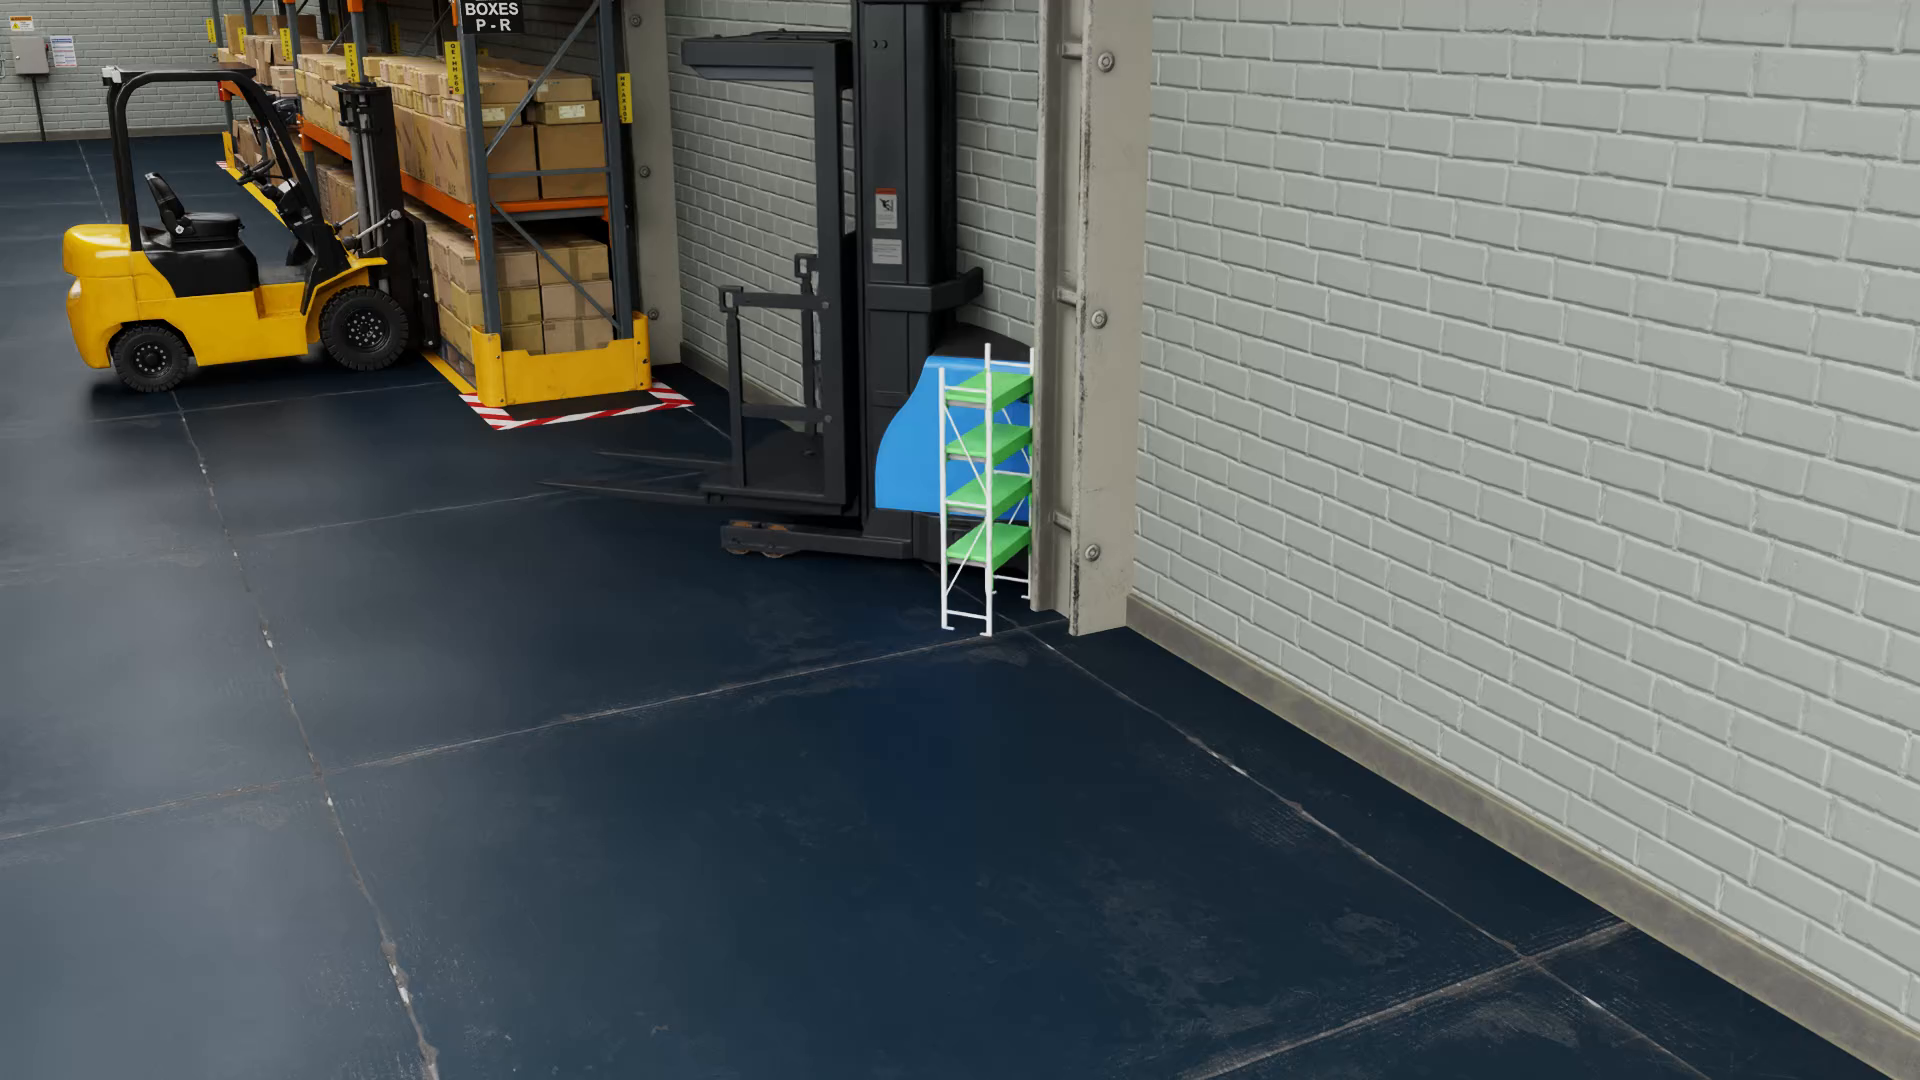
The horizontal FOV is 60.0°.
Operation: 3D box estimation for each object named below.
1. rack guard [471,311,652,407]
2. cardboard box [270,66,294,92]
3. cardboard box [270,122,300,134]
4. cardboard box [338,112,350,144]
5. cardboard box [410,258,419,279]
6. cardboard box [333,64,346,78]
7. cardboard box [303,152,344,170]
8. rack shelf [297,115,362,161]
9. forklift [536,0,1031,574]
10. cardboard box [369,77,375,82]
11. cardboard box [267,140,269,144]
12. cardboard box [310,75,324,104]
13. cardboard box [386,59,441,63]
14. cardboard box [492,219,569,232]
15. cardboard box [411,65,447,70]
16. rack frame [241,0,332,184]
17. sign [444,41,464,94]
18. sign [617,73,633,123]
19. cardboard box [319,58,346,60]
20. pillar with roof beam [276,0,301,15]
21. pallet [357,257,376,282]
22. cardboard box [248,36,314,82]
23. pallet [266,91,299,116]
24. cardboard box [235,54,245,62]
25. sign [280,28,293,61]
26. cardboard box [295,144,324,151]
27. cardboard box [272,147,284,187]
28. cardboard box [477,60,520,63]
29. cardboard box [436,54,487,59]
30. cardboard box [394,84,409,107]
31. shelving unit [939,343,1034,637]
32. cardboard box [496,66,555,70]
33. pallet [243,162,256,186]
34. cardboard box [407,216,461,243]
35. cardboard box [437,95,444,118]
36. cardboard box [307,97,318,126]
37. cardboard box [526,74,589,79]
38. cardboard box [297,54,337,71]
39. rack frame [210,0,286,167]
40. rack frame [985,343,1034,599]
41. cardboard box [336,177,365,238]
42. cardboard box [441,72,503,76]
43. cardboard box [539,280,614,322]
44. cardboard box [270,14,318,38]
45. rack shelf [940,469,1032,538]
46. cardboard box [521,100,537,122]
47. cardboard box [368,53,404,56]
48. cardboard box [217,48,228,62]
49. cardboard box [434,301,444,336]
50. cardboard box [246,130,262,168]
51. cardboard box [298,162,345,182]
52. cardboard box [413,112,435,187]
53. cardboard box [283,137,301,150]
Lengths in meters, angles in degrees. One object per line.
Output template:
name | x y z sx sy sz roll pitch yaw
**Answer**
rack guard | -2.749 -1.265 11.530 1.175 0.500 0.348 -10 21 -27
cardboard box | -7.345 -5.130 18.486 0.500 0.250 0.500 -11 22 -29
cardboard box | -8.357 -5.151 20.698 0.380 0.149 0.250 -11 22 -29
cardboard box | -5.373 -3.778 15.212 0.500 0.250 0.500 -10 21 -27
cardboard box | -3.993 -2.114 12.965 0.500 0.250 0.500 -10 21 -27
cardboard box | -5.650 -4.381 15.582 0.380 0.149 0.250 -10 21 -26
cardboard box | -7.017 -4.176 18.328 0.380 0.149 0.250 -11 22 -29
rack shelf | -5.610 -3.835 16.251 1.077 0.370 4.000 -10 21 -27
forklift | -0.709 -1.451 8.342 3.031 2.935 1.130 5 20 15
cardboard box | -4.740 -3.823 13.964 0.380 0.149 0.250 -10 22 -28
cardboard box | -8.523 -5.077 20.941 0.380 0.149 0.250 -9 21 -24
cardboard box | -6.094 -4.453 16.401 0.500 0.250 0.500 -11 22 -28
cardboard box | -4.437 -3.826 13.516 0.380 0.149 0.250 -10 22 -28
cardboard box | -3.291 -2.280 12.679 0.500 0.250 0.500 -10 21 -27
cardboard box | -3.954 -3.532 12.665 0.380 0.149 0.250 -10 21 -26
rack frame | -8.459 -5.898 21.125 1.000 3.000 0.127 -10 21 -27
sign | -3.245 -3.032 10.683 0.100 0.325 0.005 -10 21 -27
sign | -2.269 -2.984 11.232 0.100 0.325 0.005 -10 21 -27
cardboard box | -6.114 -4.680 16.447 0.380 0.149 0.250 -10 21 -26
pillar with roof beam | -14.634 -10.129 24.190 9.100 9.000 0.400 -10 21 -27
pallet | -5.044 -2.489 15.520 1.003 0.211 1.213 -10 21 -27
cardboard box | -8.180 -5.822 20.107 0.700 0.500 0.500 -10 21 -26
pallet | -6.943 -4.843 18.361 1.213 0.211 1.003 -10 21 -27
cardboard box | -9.391 -6.363 22.246 0.500 0.250 0.500 -10 21 -27
sign | -7.032 -5.173 17.370 0.100 0.325 0.005 -10 21 -27
cardboard box | -7.464 -4.486 19.227 0.380 0.149 0.250 -10 22 -27
cardboard box | -8.166 -4.590 20.522 0.500 0.500 0.500 -10 22 -27
cardboard box | -3.743 -3.759 13.323 0.380 0.149 0.250 -10 22 -28
cardboard box | -4.242 -4.051 14.169 0.380 0.149 0.250 -10 21 -27
cardboard box | -4.157 -3.451 12.887 0.380 0.149 0.250 -11 22 -28
shelving unit | 0.128 -0.229 7.445 0.258 1.200 0.503 8 22 23
cardboard box | -3.254 -3.467 12.476 0.380 0.149 0.250 -11 22 -28
pallet | -9.367 -5.128 23.168 1.003 0.211 1.213 -10 21 -27
cardboard box | -3.984 -2.344 12.865 0.500 0.250 0.500 -10 22 -28
cardboard box | -3.496 -3.089 11.837 0.380 0.149 0.250 -10 21 -27
cardboard box | -6.329 -4.368 16.922 0.500 0.250 0.500 -10 22 -28
cardboard box | -2.803 -3.163 11.596 0.380 0.149 0.250 -9 21 -25
cardboard box | -6.667 -4.966 17.278 0.380 0.149 0.250 -9 21 -25
rack frame | -10.358 -7.046 24.453 1.000 3.000 0.127 -10 21 -27
rack frame | 0.229 -0.305 7.653 0.240 1.200 0.015 8 22 23
cardboard box | -5.638 -3.265 16.491 0.875 0.625 0.625 -11 22 -29
cardboard box | -3.461 -3.238 11.812 0.380 0.149 0.250 -10 21 -26
cardboard box | -2.801 -1.755 11.925 0.500 0.250 0.500 -10 21 -26
cardboard box | -8.932 -6.791 22.337 0.500 0.500 0.500 -11 22 -28
rack shelf | 0.128 -0.169 7.466 0.258 0.148 0.480 8 22 23
cardboard box | -2.866 -3.006 11.595 0.380 0.149 0.250 -10 21 -27
cardboard box | -6.004 -4.984 17.328 0.380 0.149 0.250 -9 21 -25
cardboard box | -10.380 -6.944 23.930 0.500 0.250 0.500 -10 21 -26
cardboard box | -3.719 -1.727 12.609 0.500 0.250 0.500 -10 21 -26
cardboard box | -9.286 -5.323 22.649 0.700 0.500 0.500 -11 22 -29
cardboard box | -7.178 -4.000 18.813 0.500 0.500 0.500 -10 22 -27
cardboard box | -3.707 -2.898 12.279 0.500 0.500 0.500 -10 22 -28
cardboard box | -7.963 -4.784 20.090 0.380 0.149 0.250 -10 21 -27
